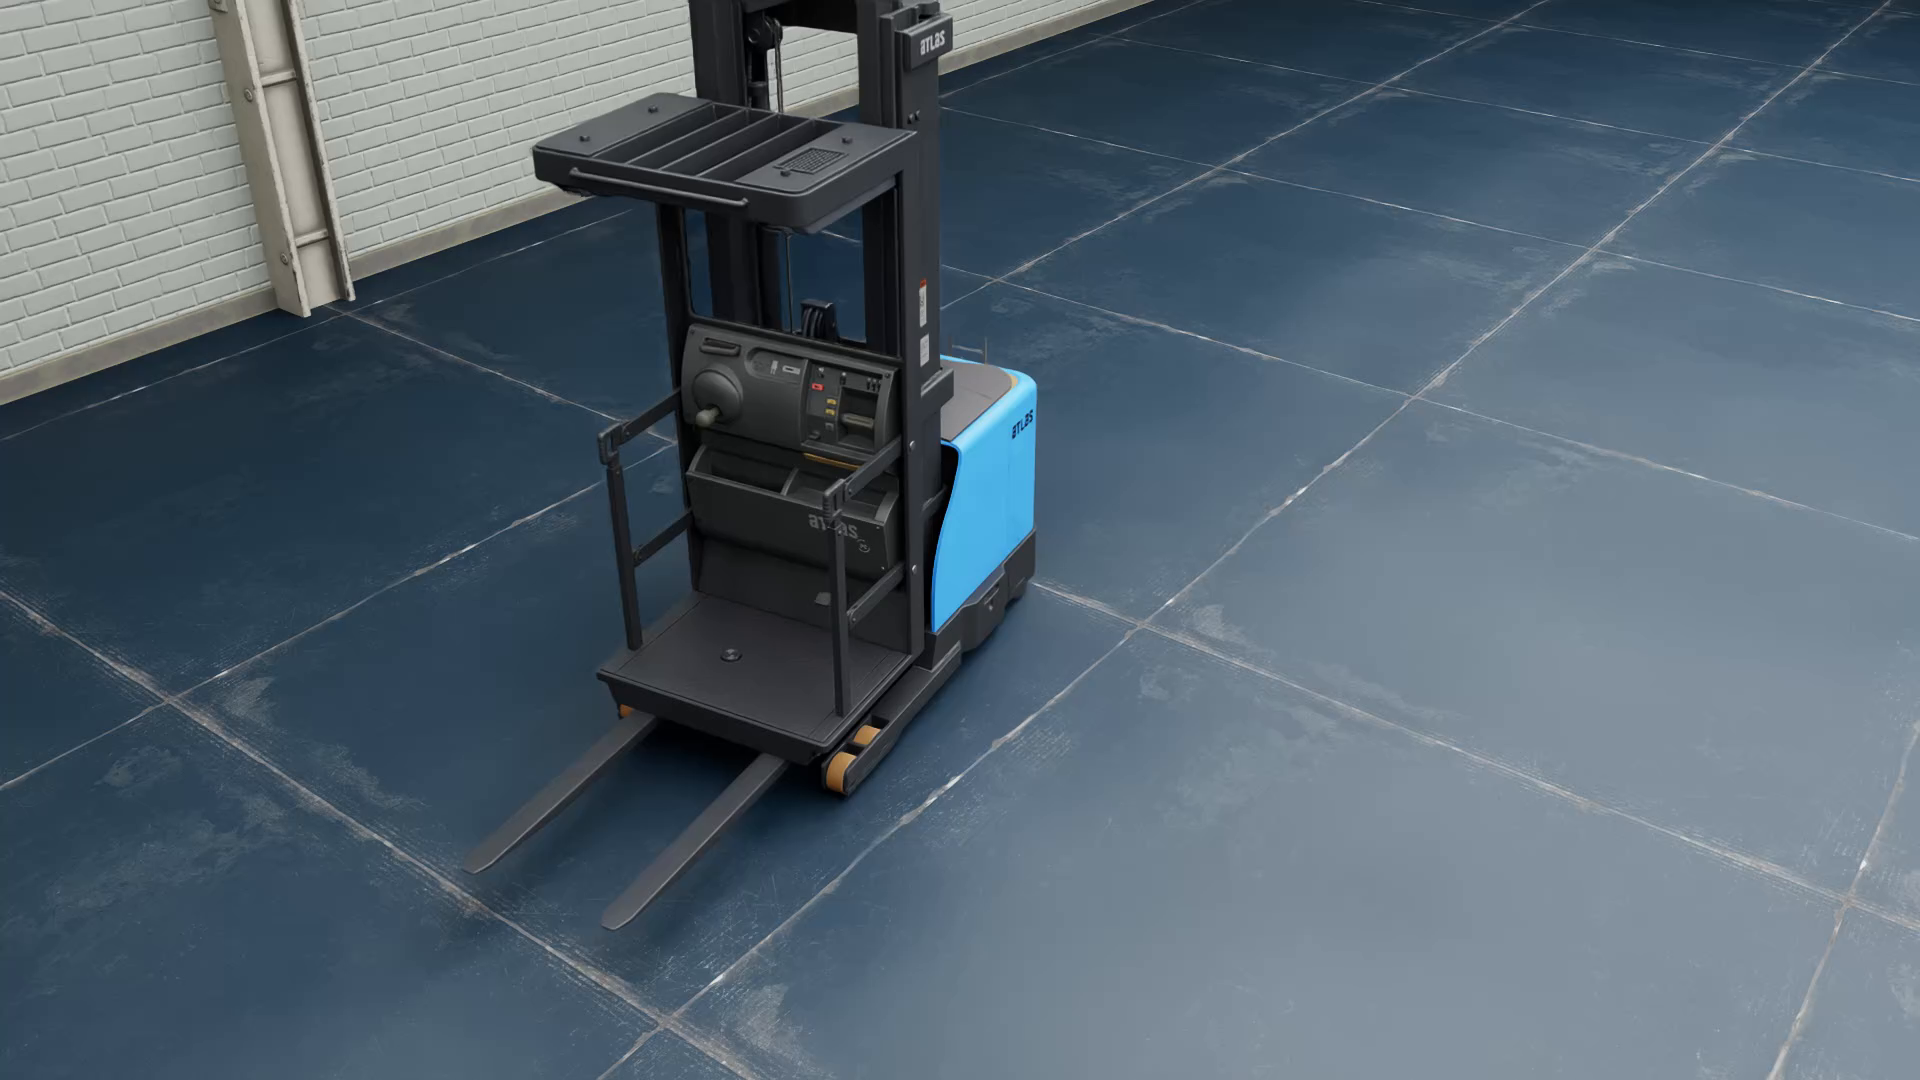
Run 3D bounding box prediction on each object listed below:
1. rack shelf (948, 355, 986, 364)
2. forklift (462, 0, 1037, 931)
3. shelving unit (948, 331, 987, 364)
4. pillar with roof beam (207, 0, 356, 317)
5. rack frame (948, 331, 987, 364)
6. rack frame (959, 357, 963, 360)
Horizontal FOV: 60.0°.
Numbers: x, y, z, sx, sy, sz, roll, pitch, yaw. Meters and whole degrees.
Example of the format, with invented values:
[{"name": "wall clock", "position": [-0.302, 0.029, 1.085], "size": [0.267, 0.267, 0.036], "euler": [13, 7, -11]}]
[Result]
[{"name": "rack shelf", "position": [-0.022, -0.693, 7.854], "size": [0.215, 0.259, 0.240], "euler": [15, 34, 24]}, {"name": "forklift", "position": [-0.768, -0.518, 6.249], "size": [1.130, 2.935, 3.031], "euler": [15, 34, 23]}, {"name": "shelving unit", "position": [-0.022, -0.458, 7.993], "size": [0.215, 1.050, 0.252], "euler": [15, 34, 24]}, {"name": "pillar with roof beam", "position": [-0.775, -4.099, 6.340], "size": [9.100, 9.000, 0.400], "euler": [21, 37, 31]}, {"name": "rack frame", "position": [0.035, -0.513, 8.086], "size": [0.200, 1.050, 0.008], "euler": [15, 34, 24]}, {"name": "rack frame", "position": [-0.078, -0.403, 7.900], "size": [0.200, 1.050, 0.008], "euler": [15, 34, 24]}]
